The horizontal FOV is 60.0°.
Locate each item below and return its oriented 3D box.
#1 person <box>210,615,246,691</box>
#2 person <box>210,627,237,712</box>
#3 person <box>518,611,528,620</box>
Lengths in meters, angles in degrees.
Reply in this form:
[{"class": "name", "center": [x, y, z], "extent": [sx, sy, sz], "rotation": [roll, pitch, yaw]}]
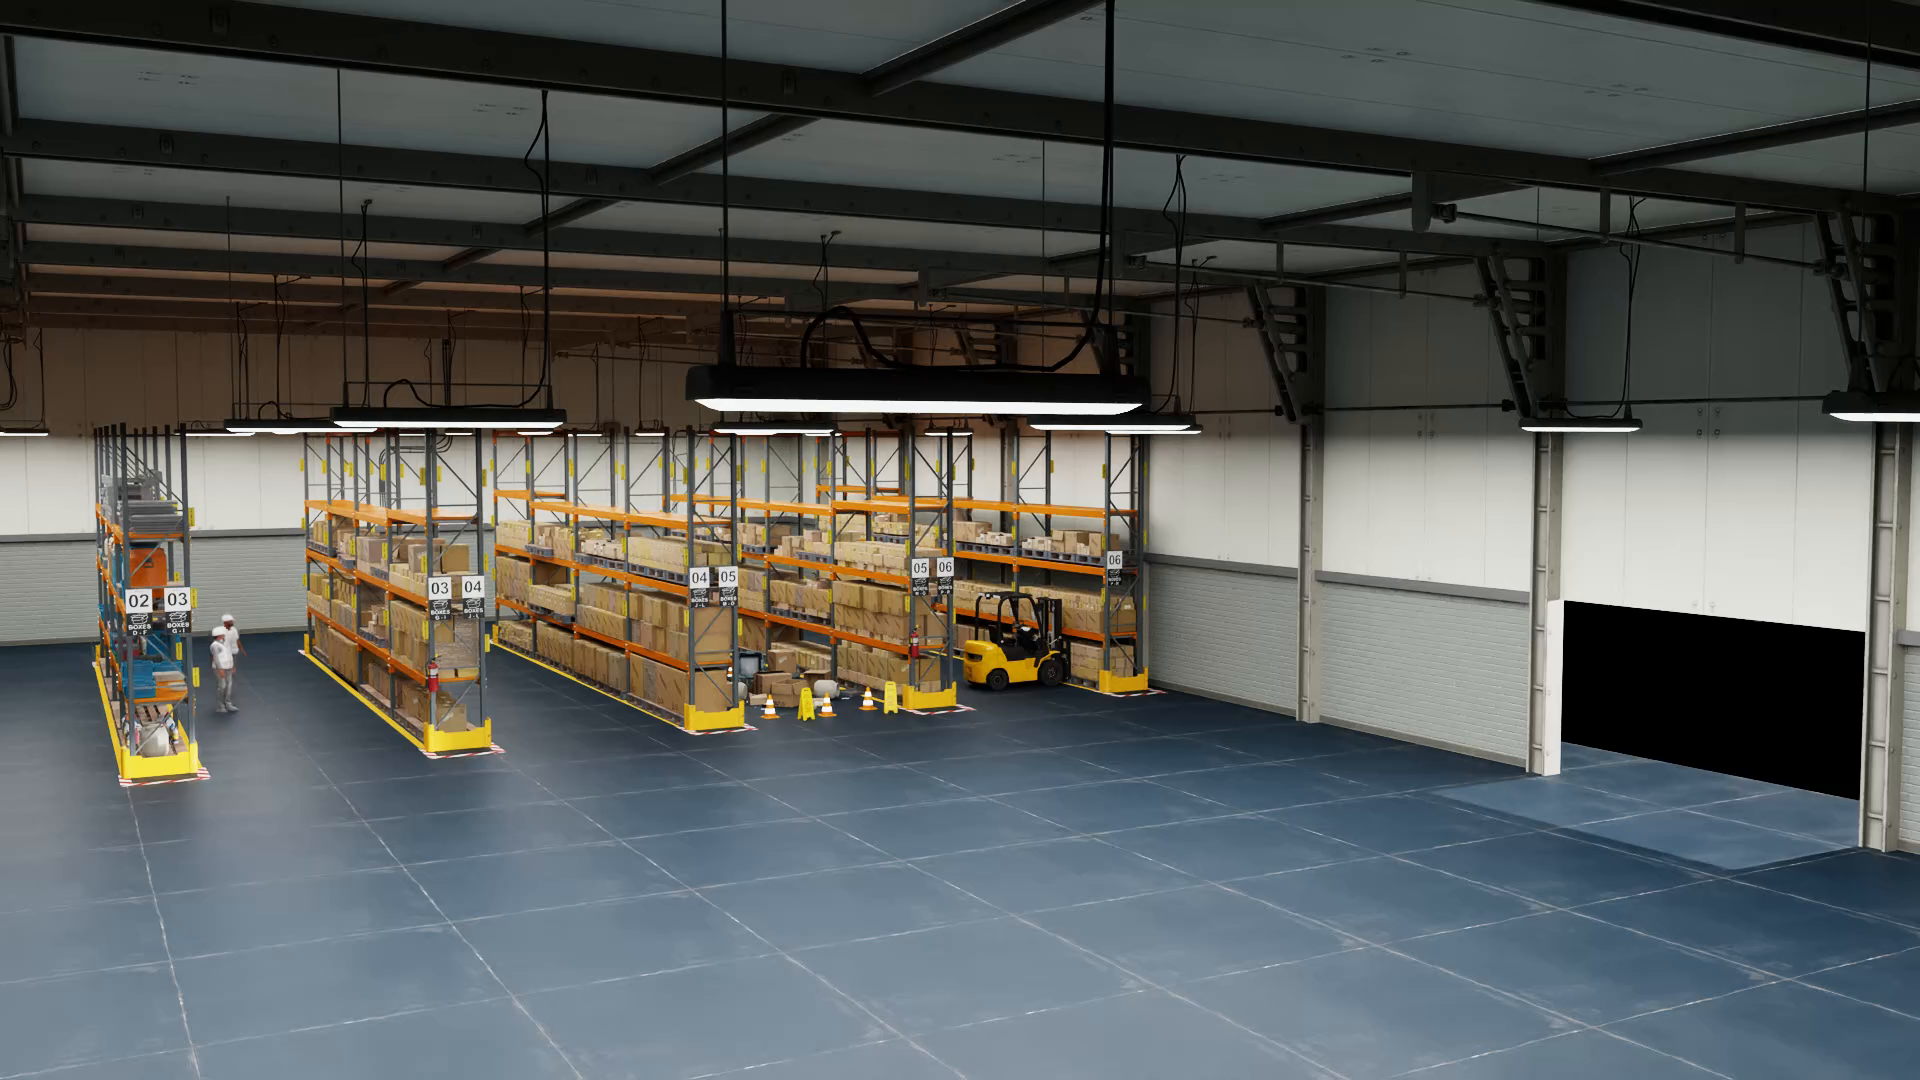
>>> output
[{"class": "person", "center": [-16.742, 2.567, 38.027], "extent": [0.761, 1.724, 1.080], "rotation": [-2, 4, -34]}, {"class": "person", "center": [-15.542, 2.741, 35.118], "extent": [0.483, 1.812, 0.570], "rotation": [0, 3, 6]}, {"class": "person", "center": [-12.982, 1.946, 49.533], "extent": [0.480, 1.584, 0.464], "rotation": [-2, 4, -30]}]
